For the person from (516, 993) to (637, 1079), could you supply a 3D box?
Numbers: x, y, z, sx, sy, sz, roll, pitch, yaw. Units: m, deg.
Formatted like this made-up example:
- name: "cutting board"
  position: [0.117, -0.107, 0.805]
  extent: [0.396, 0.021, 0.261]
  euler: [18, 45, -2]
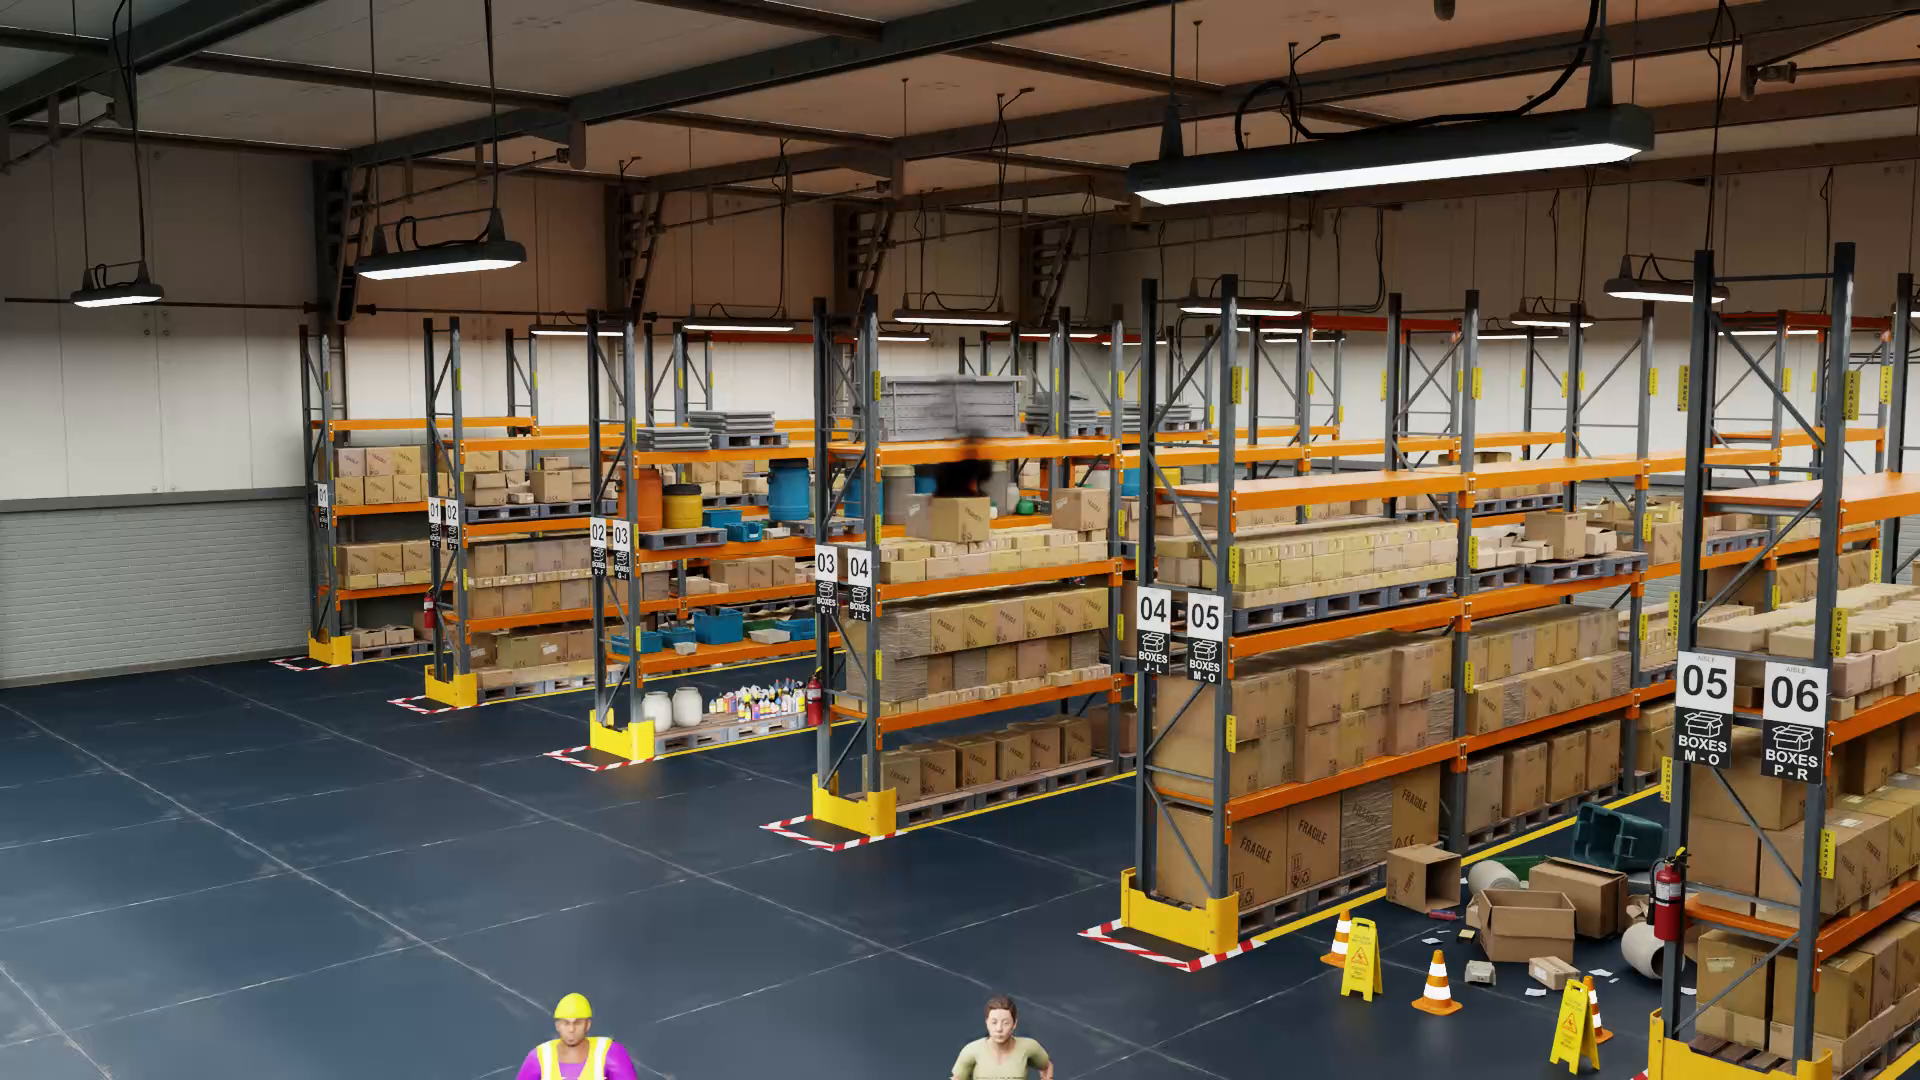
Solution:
- name: "person"
  position: [-2.153, 3.374, 9.308]
  extent: [0.700, 1.719, 0.625]
  euler: [-1, 6, -7]

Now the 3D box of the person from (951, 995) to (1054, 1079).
- name: "person"
  position: [0.232, 3.388, 9.425]
  extent: [0.597, 1.686, 0.846]
  euler: [0, 6, 2]
